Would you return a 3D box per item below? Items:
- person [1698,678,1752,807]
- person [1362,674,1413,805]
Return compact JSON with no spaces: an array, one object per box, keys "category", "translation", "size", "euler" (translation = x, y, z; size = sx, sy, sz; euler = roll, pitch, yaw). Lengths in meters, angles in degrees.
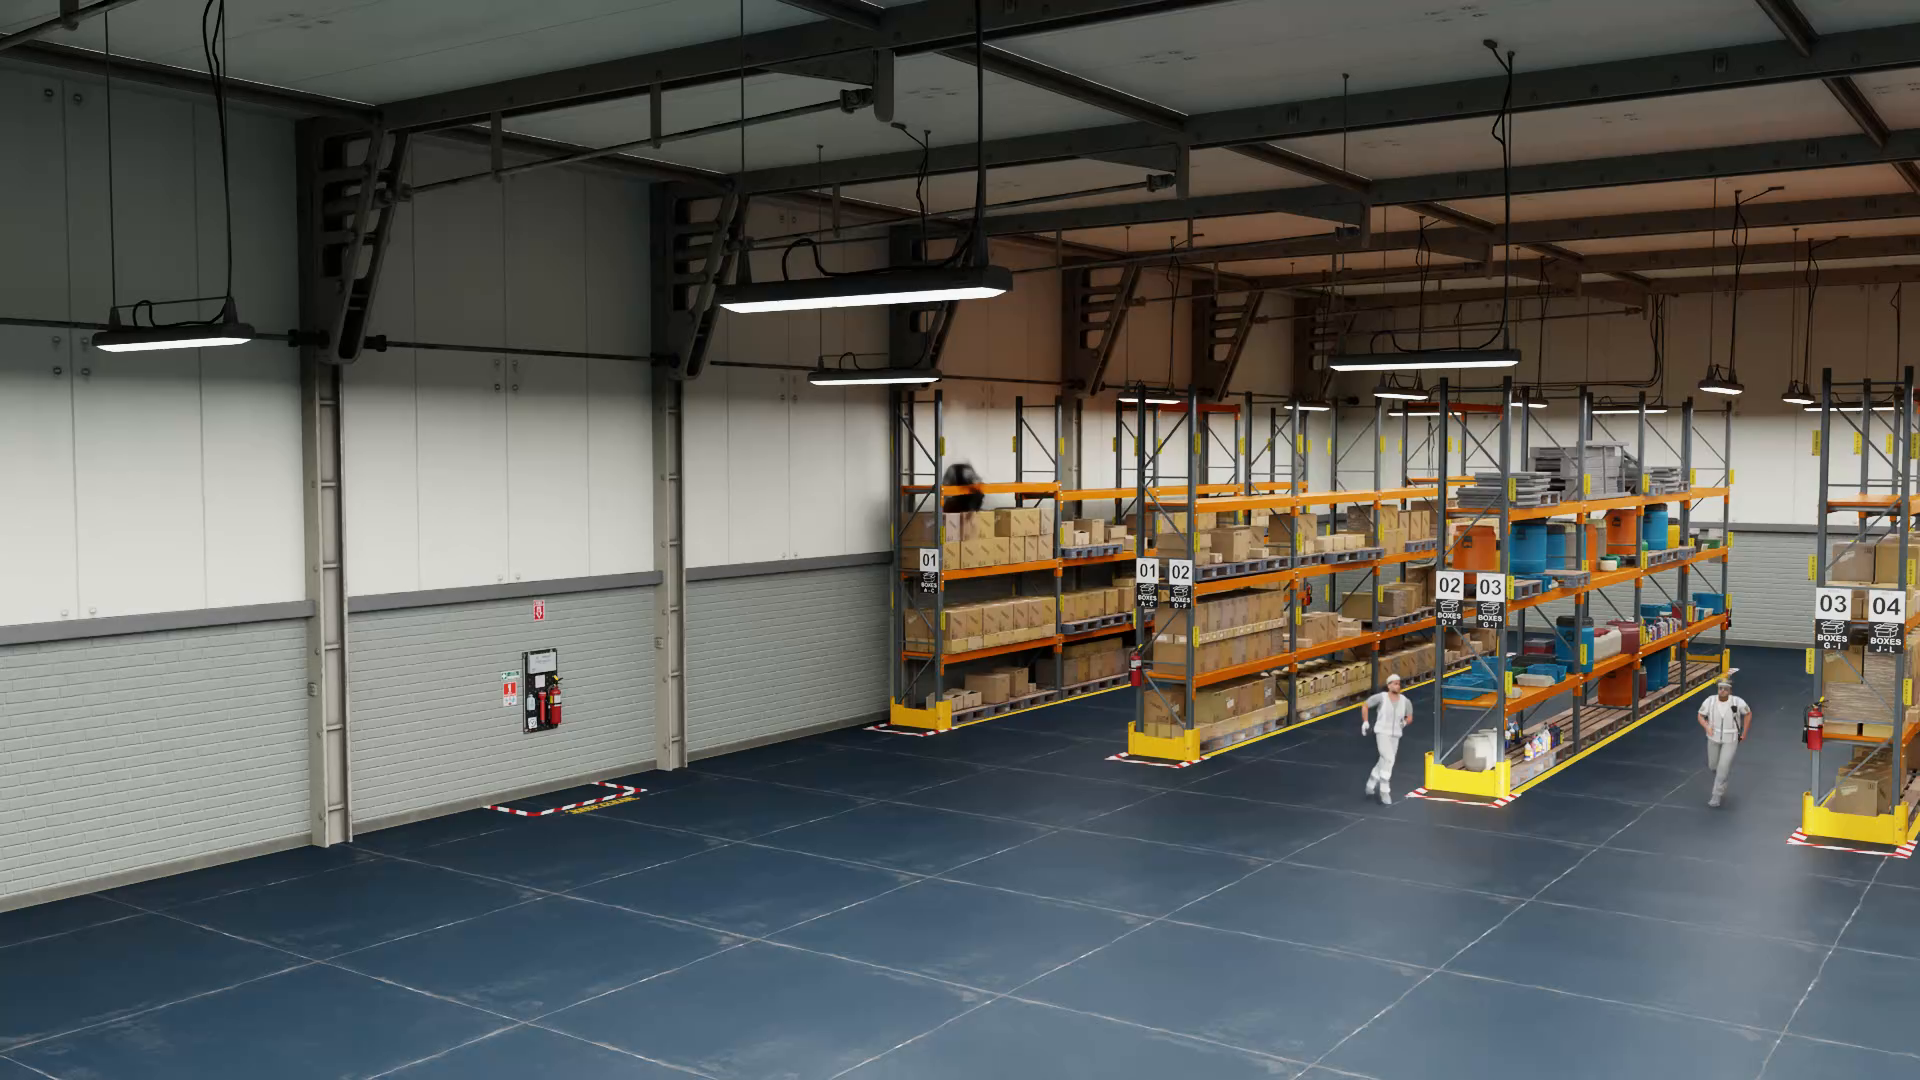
[{"category":"person","translation":[10.764,2.812,23.449],"size":[0.686,1.774,0.972],"euler":[2,4,34]},{"category":"person","translation":[6.073,2.784,23.486],"size":[0.688,1.769,0.781],"euler":[-1,3,-13]}]
